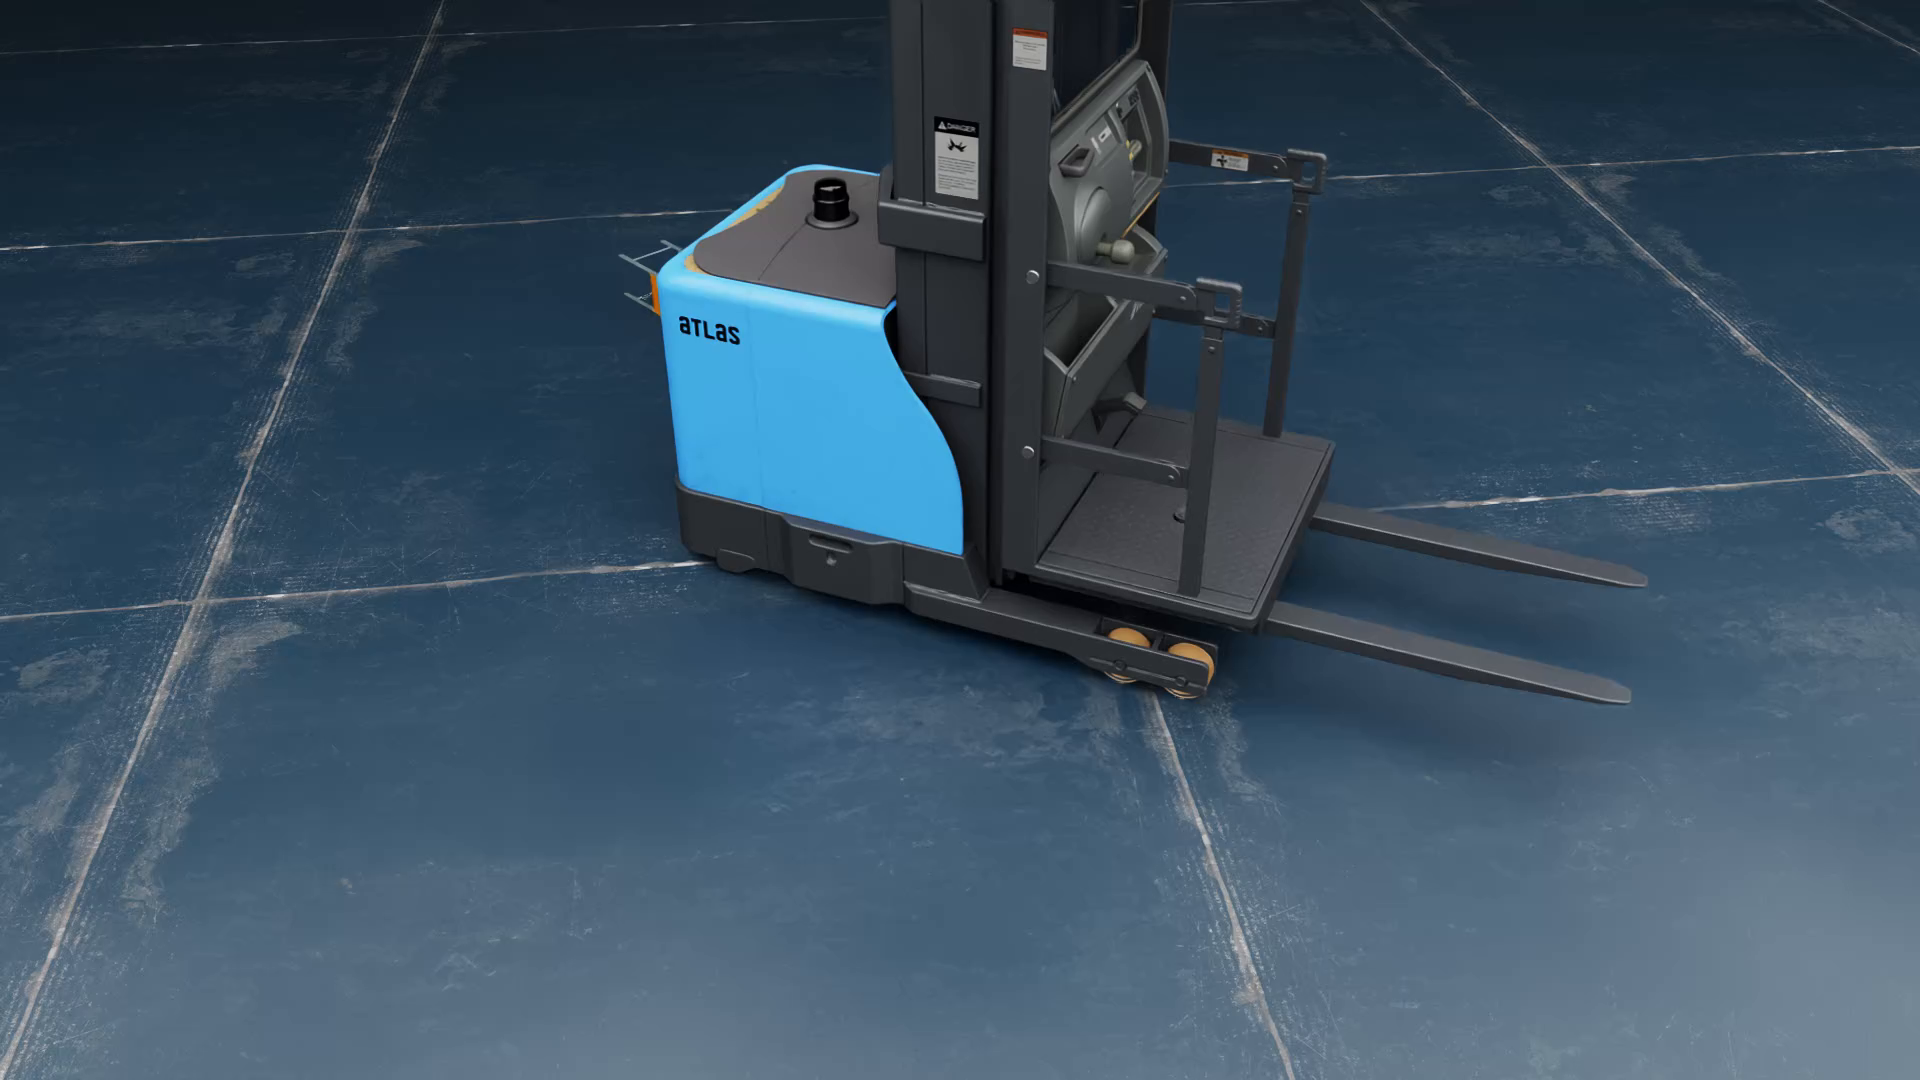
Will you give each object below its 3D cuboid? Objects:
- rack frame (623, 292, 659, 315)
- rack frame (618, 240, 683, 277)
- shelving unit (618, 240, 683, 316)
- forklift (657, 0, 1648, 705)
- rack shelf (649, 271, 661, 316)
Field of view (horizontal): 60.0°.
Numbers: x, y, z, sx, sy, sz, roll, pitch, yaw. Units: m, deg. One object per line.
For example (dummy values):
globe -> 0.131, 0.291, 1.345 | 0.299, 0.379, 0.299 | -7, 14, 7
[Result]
rack frame -> -0.986, -0.885, 7.039 | 0.240, 0.006, 1.200 | -28, 43, -35
rack frame -> -0.986, -1.036, 6.936 | 0.240, 0.006, 1.200 | -28, 43, -35
shelving unit -> -0.986, -0.960, 6.987 | 0.258, 0.189, 1.200 | -28, 43, -35
forklift -> 0.621, -1.072, 4.720 | 3.031, 2.935, 1.130 | 13, 36, 19
rack shelf -> -1.203, -1.089, 7.177 | 0.258, 0.180, 0.103 | -28, 43, -35
